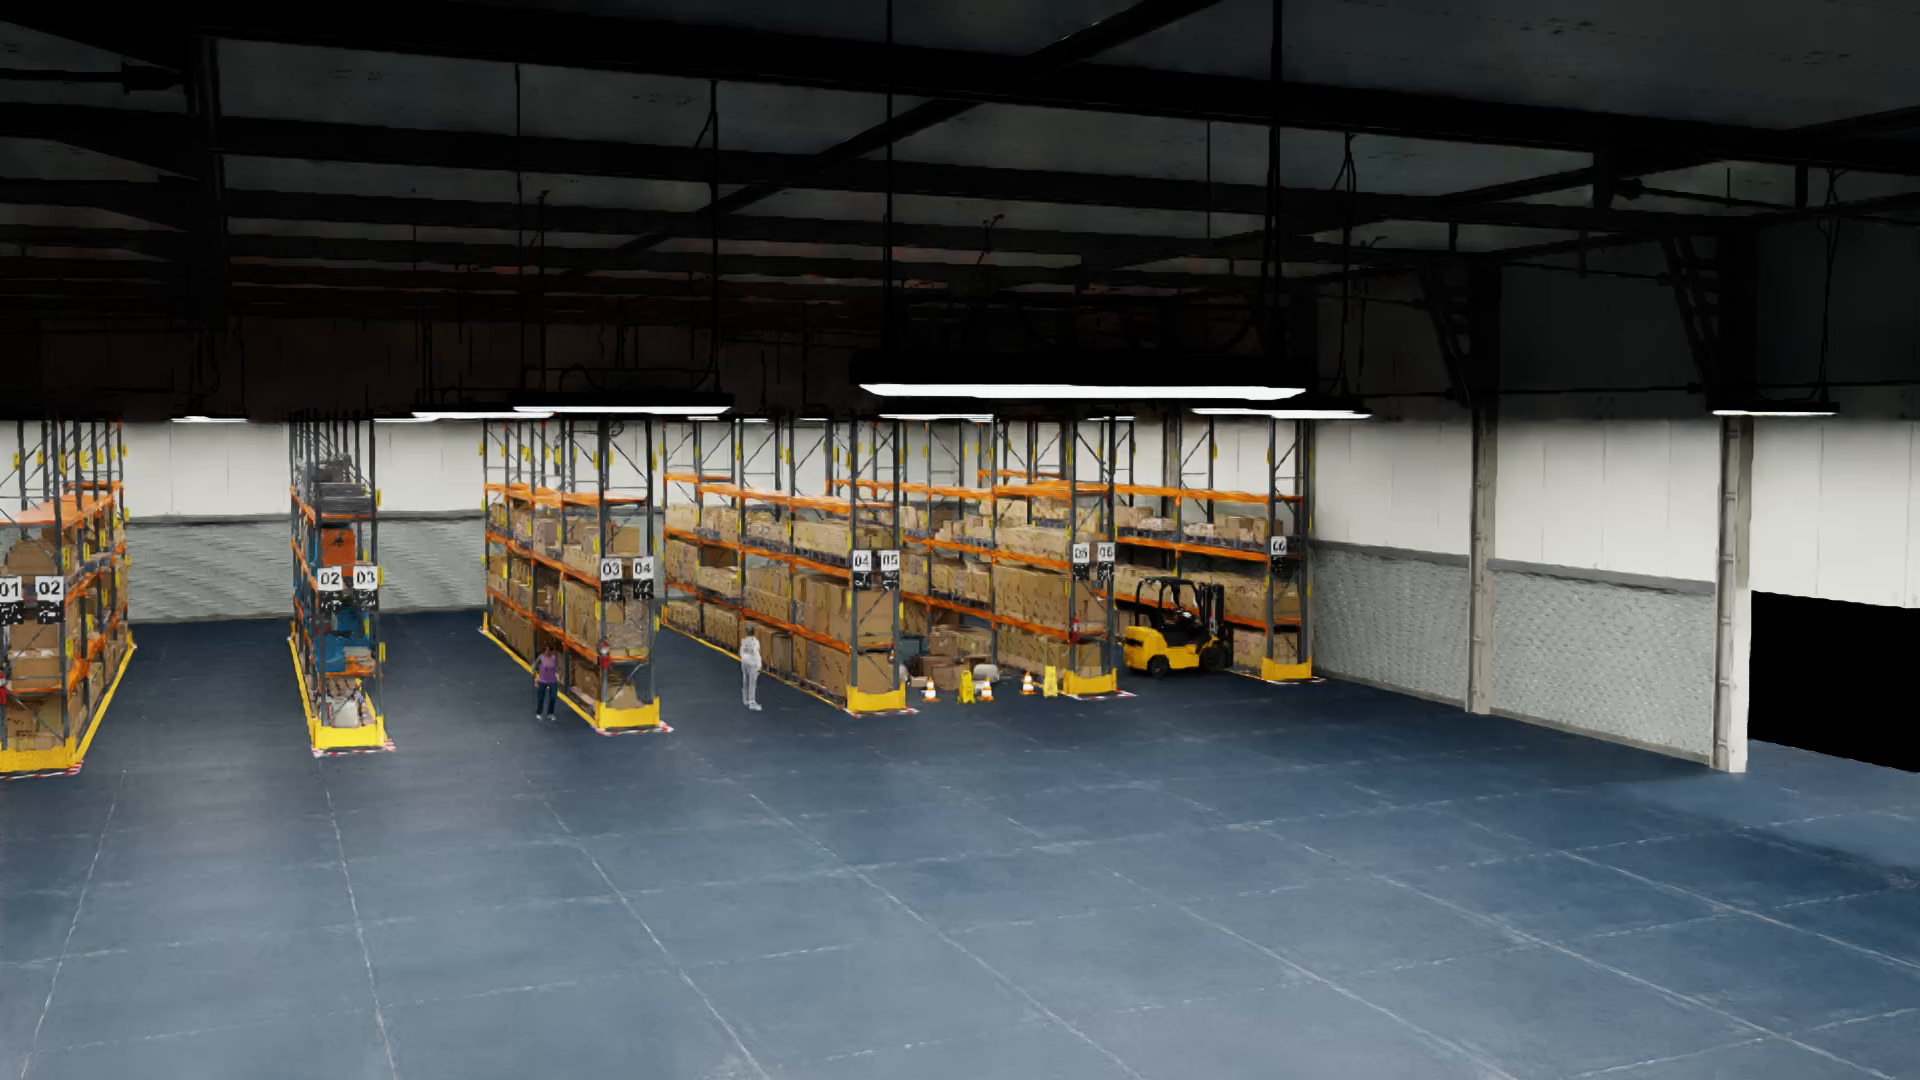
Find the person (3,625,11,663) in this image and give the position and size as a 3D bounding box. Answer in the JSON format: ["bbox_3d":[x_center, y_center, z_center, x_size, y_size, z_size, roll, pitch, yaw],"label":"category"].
[{"bbox_3d":[-21.197,2.327,36.975,0.592,1.629,0.526,-2,4,-25],"label":"person"}]

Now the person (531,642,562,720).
[{"bbox_3d":[-7.956,2.717,32.015,0.566,1.540,0.516,-2,4,-25],"label":"person"}]

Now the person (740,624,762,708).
[{"bbox_3d":[-4.190,2.531,33.461,0.538,1.680,0.408,3,5,36],"label":"person"}]
